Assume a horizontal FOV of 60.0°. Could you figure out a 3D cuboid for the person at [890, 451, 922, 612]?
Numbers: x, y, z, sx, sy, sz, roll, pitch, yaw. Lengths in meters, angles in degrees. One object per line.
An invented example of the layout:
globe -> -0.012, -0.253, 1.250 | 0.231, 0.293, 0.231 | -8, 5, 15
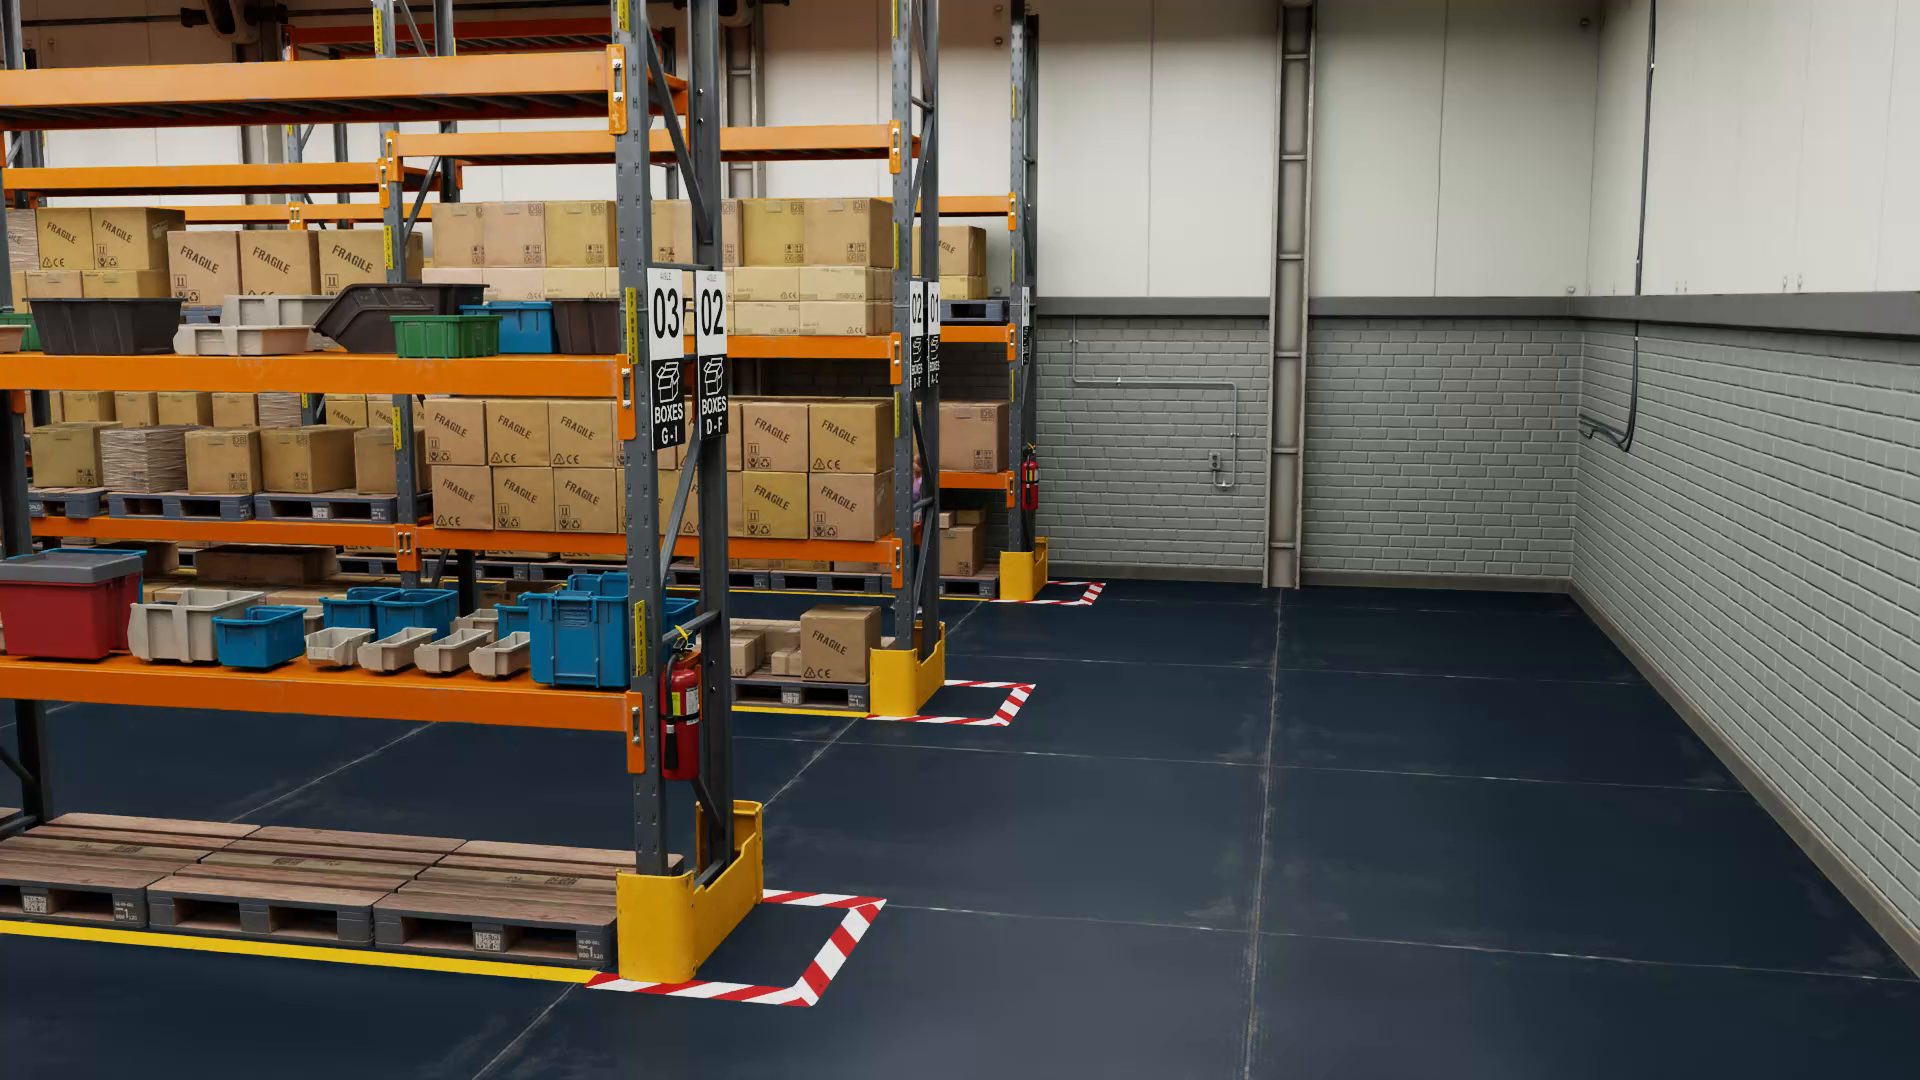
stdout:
person -> -0.476, -0.078, 16.310 | 0.423, 1.600, 0.486 | -5, 10, -34
